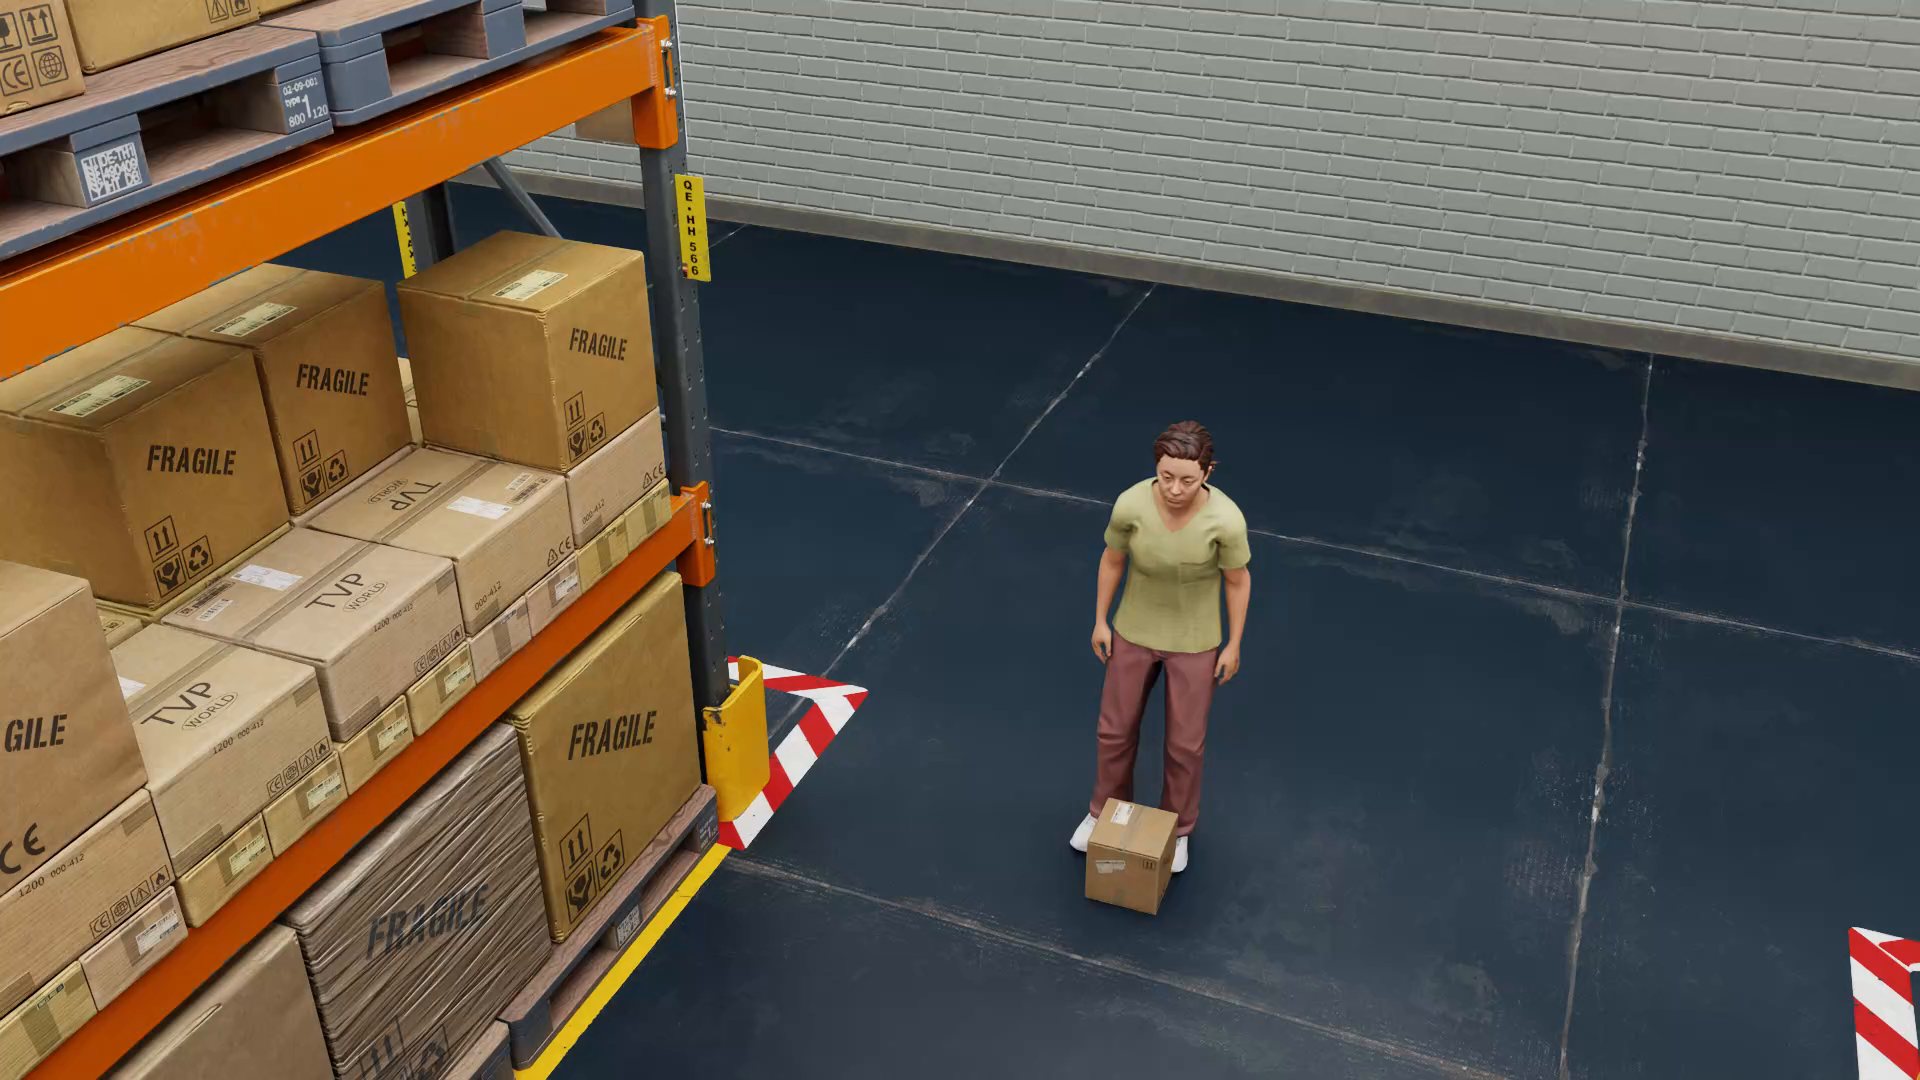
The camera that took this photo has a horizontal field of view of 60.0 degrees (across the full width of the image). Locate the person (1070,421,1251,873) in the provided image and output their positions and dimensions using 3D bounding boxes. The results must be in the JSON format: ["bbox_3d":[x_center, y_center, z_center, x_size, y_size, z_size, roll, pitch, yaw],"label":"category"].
[{"bbox_3d":[0.677,0.355,5.532,0.519,1.649,0.362,9,31,16],"label":"person"}]
